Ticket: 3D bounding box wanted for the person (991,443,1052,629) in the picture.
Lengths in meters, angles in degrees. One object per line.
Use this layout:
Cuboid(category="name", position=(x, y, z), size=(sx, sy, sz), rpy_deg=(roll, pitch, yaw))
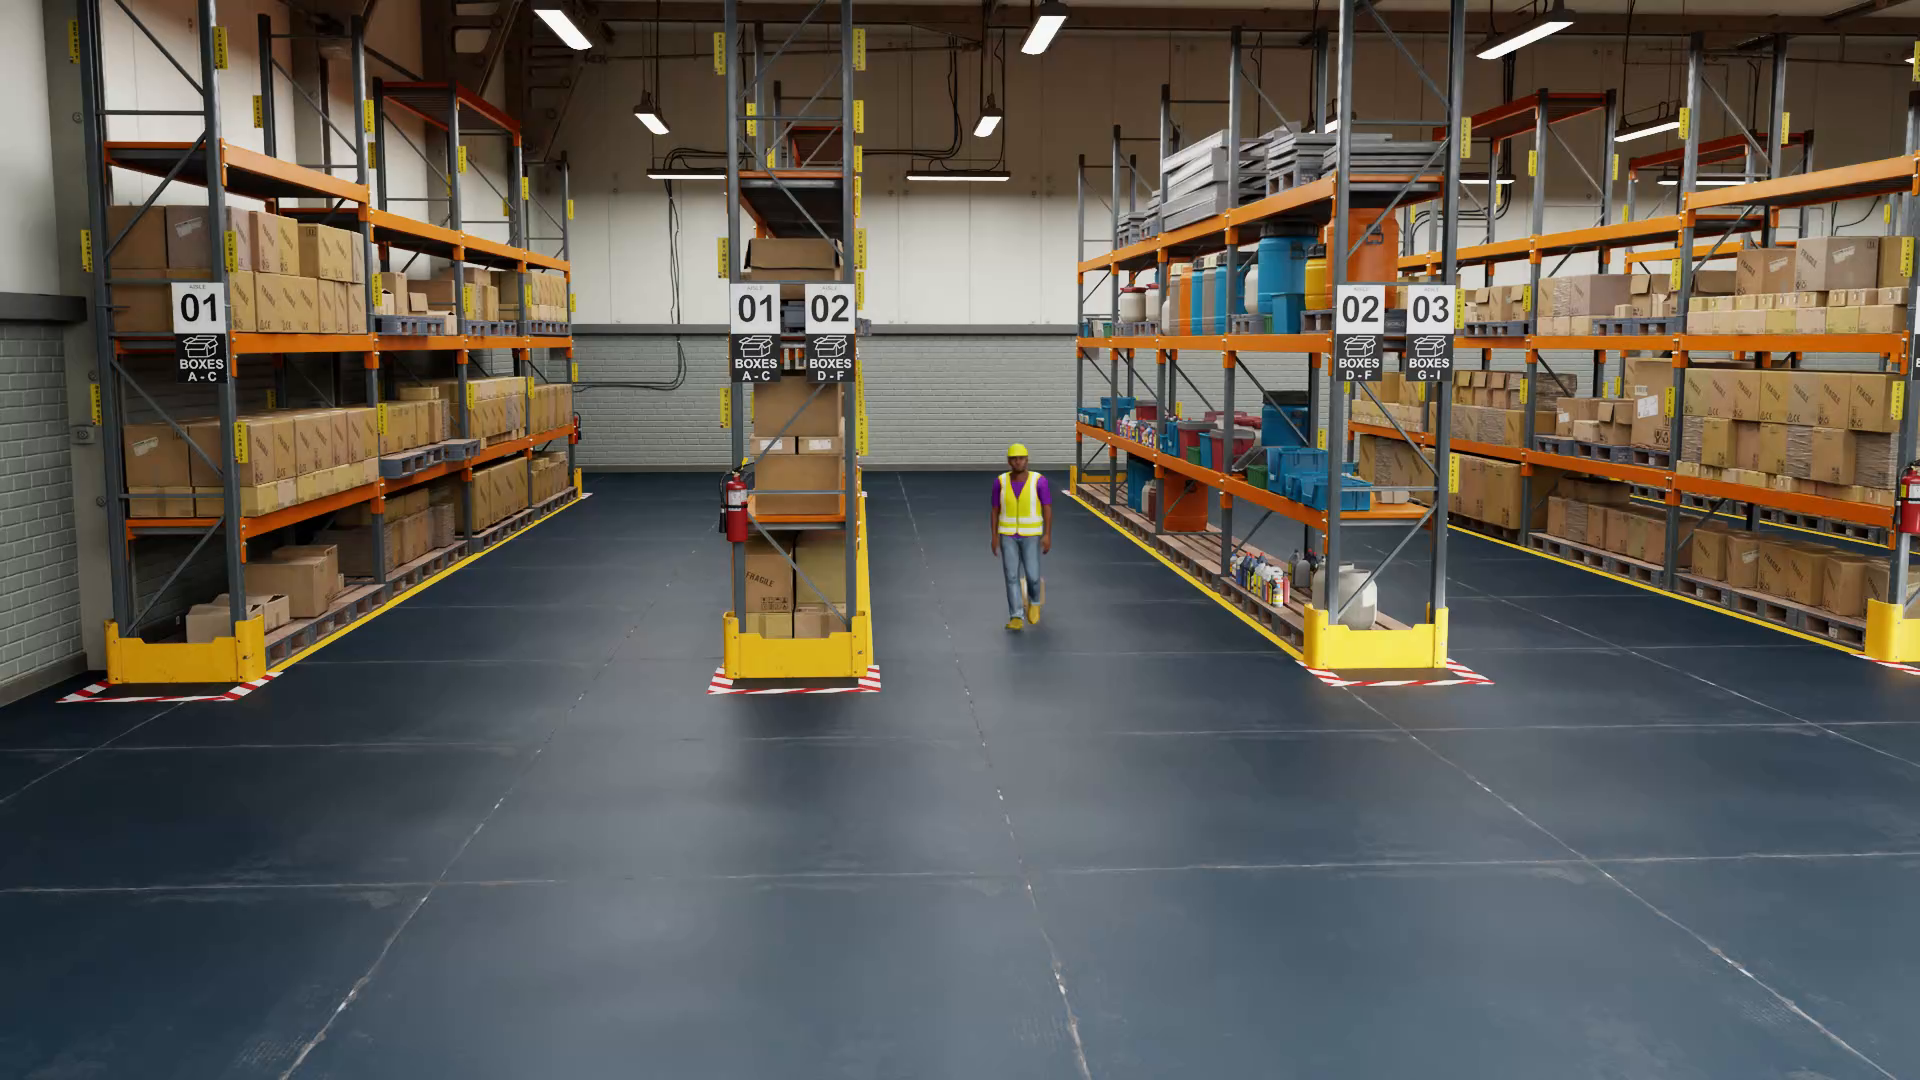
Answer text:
Cuboid(category="person", position=(0.582, -0.042, 15.779), size=(0.581, 1.758, 0.523), rpy_deg=(1, 7, 11))
